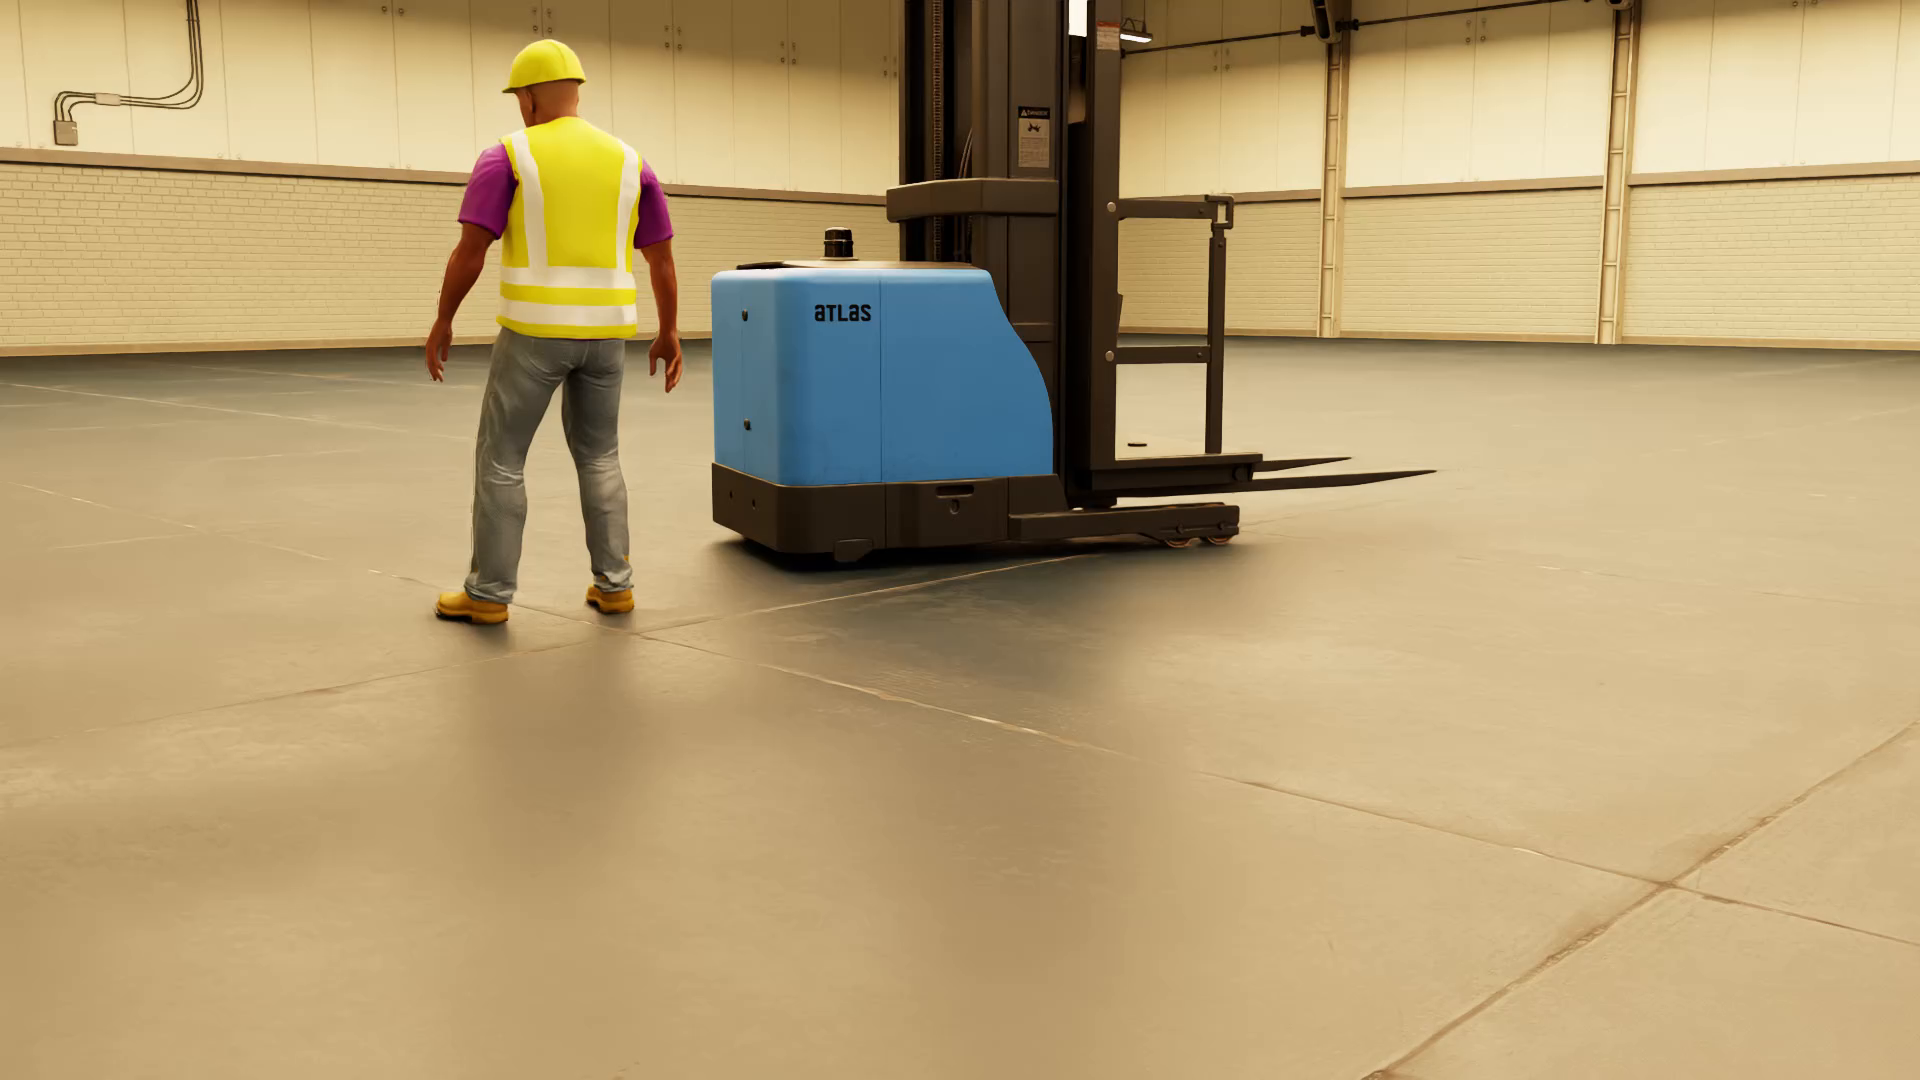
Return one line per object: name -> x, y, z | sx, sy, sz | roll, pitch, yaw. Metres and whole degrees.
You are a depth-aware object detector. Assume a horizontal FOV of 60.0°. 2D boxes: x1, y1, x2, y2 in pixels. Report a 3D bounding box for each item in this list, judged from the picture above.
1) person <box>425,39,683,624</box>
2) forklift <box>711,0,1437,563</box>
person -> -1.245, -0.646, 5.143 | 0.787, 1.749, 0.413 | -7, 11, -37
forklift -> 0.559, -1.486, 6.742 | 3.031, 2.935, 1.130 | -4, 9, -23
